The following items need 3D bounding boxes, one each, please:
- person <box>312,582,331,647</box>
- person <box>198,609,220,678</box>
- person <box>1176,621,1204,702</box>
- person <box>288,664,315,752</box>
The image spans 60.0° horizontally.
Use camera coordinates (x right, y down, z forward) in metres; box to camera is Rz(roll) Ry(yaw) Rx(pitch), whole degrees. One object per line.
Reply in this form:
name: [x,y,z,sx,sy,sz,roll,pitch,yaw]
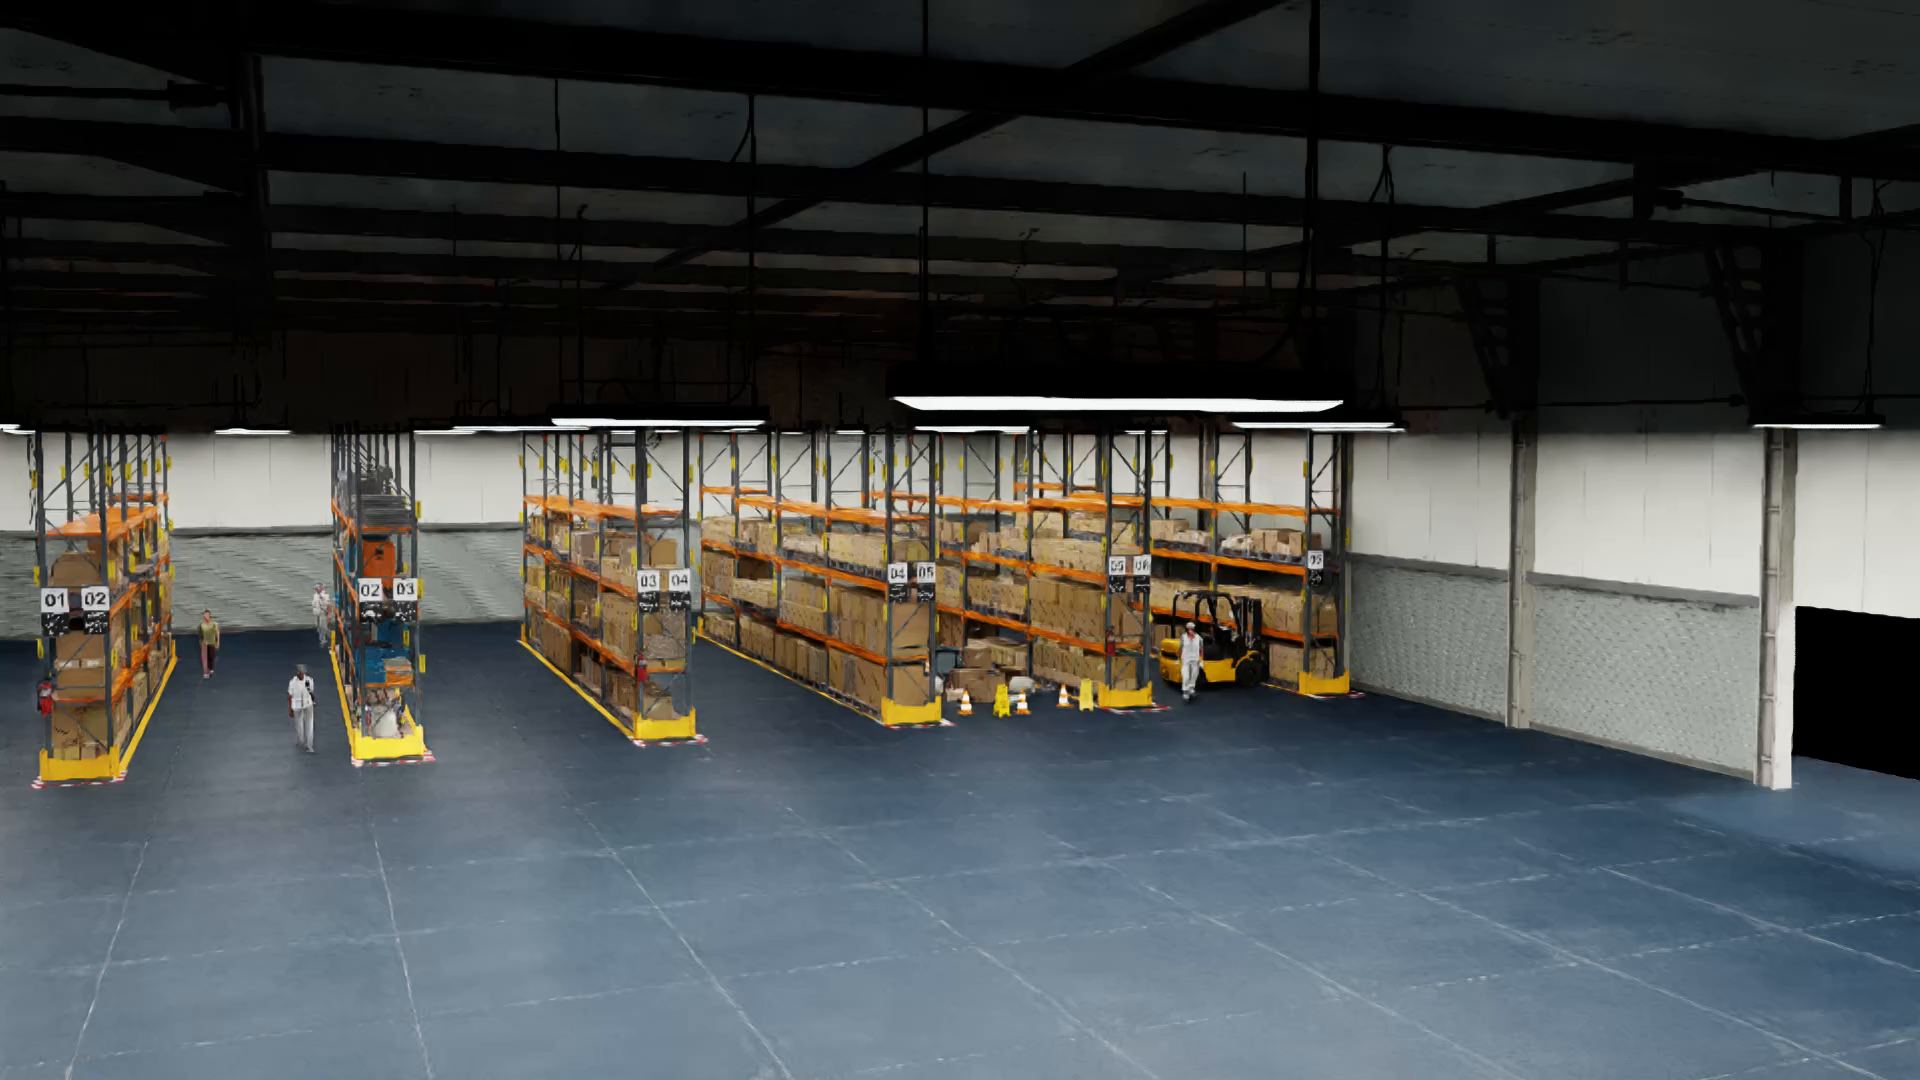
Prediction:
person: [-17.293,2.015,45.232,0.628,1.754,0.539,2,4,29]
person: [-17.839,2.444,39.508,0.458,1.612,1.019,-2,4,-23]
person: [4.995,2.611,36.061,0.598,1.733,0.989,0,4,-2]
person: [-11.967,3.021,30.232,0.456,1.589,1.088,-1,4,-19]
